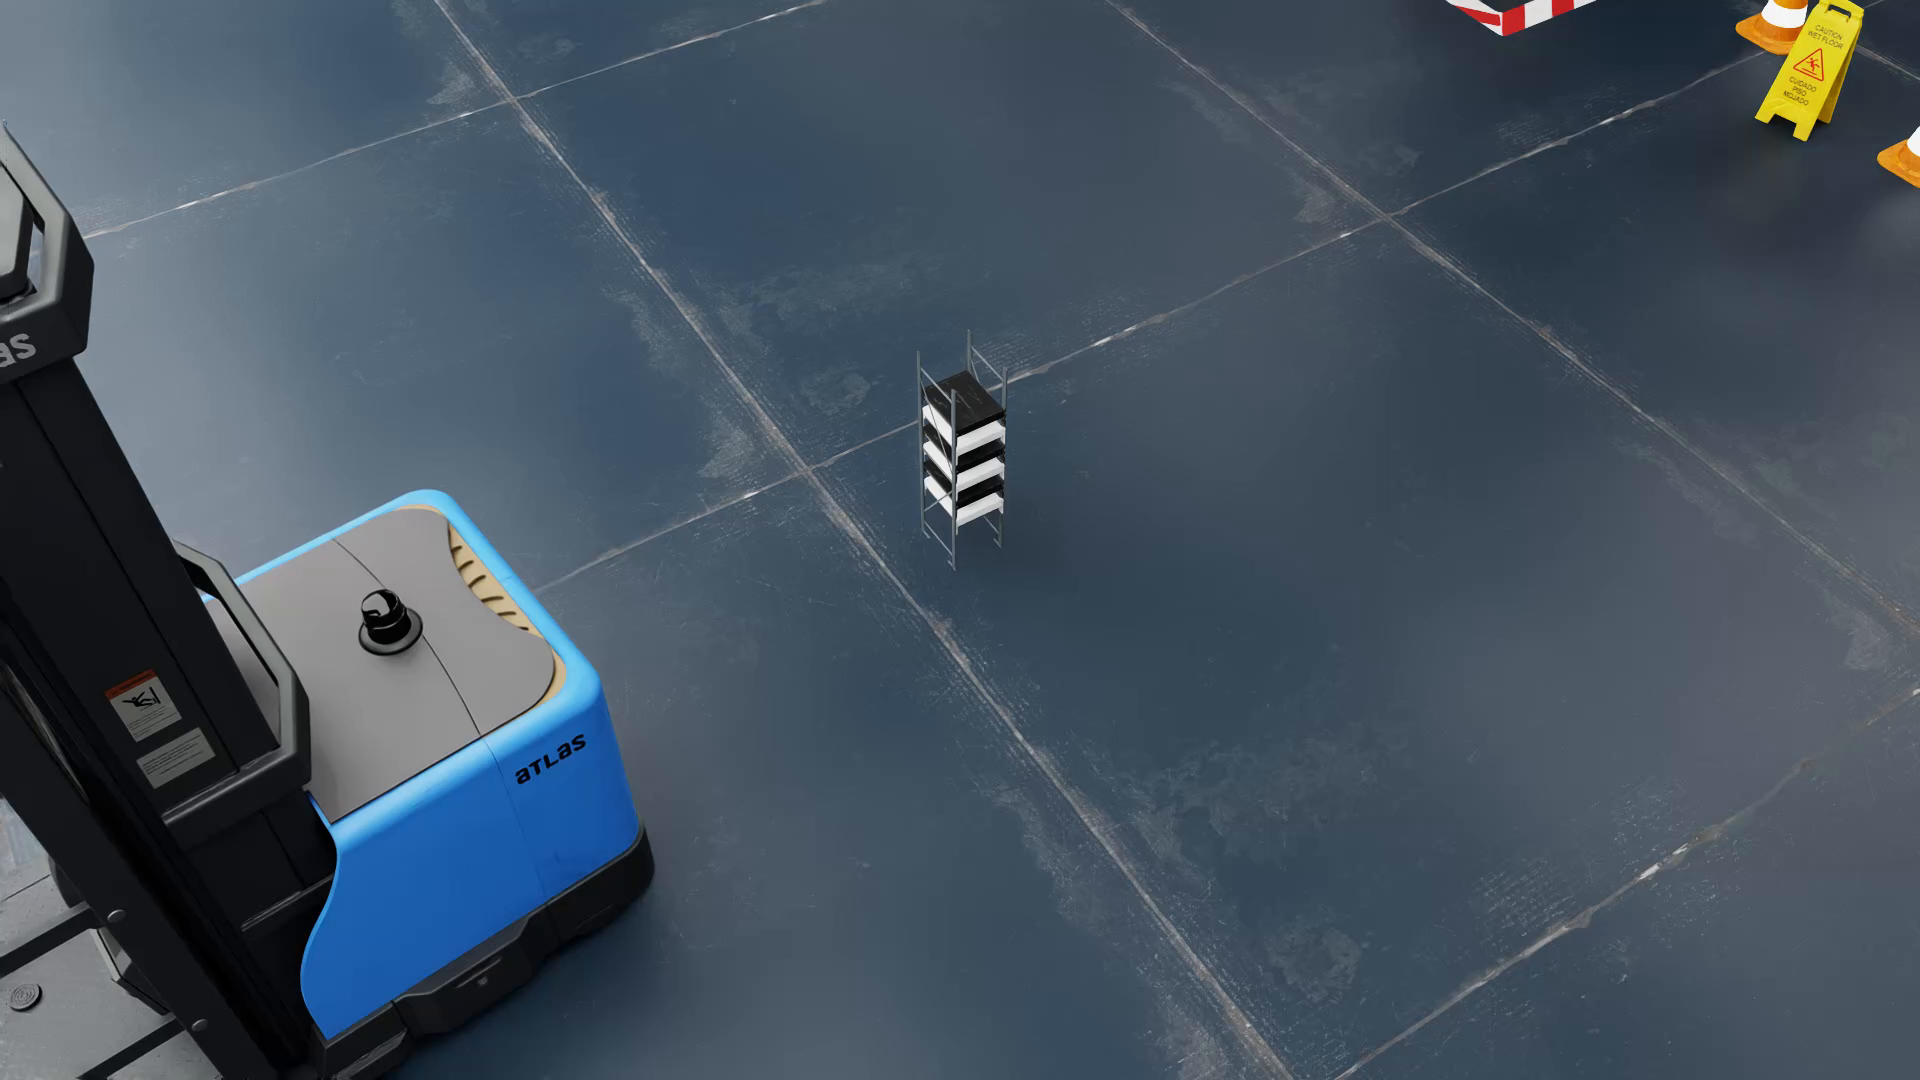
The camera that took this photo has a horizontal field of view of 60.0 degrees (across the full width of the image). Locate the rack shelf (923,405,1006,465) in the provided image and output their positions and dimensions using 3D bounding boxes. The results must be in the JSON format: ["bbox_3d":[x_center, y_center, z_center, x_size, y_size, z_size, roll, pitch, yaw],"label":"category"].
[{"bbox_3d":[0.007,-0.400,5.807,0.200,0.077,0.258,-25,53,-21],"label":"rack shelf"}]

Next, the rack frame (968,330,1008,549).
[{"bbox_3d":[0.093,-0.343,5.953,0.006,0.900,0.240,-25,53,-21],"label":"rack frame"}]

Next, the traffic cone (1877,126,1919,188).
[{"bbox_3d":[4.524,-1.914,7.644,0.334,0.463,0.336,-25,53,-21],"label":"traffic cone"}]

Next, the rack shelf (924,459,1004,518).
[{"bbox_3d":[0.007,-0.220,6.009,0.200,0.077,0.258,-25,53,-21],"label":"rack shelf"}]

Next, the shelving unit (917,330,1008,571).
[{"bbox_3d":[0.007,-0.302,5.917,0.210,0.900,0.258,-25,53,-21],"label":"shelving unit"}]

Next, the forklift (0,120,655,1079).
[{"bbox_3d":[-2.424,0.534,3.812,3.031,2.935,1.130,-31,55,-25],"label":"forklift"}]

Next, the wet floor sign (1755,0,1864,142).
[{"bbox_3d":[4.034,-2.247,7.819,0.232,0.644,0.267,-34,57,-27],"label":"wet floor sign"}]

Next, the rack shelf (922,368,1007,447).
[{"bbox_3d":[0.007,-0.460,5.740,0.200,0.077,0.258,-25,53,-21],"label":"rack shelf"}]

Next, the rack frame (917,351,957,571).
[{"bbox_3d":[-0.079,-0.262,5.881,0.006,0.900,0.240,-25,53,-21],"label":"rack frame"}]

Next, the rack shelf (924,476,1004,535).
[{"bbox_3d":[0.007,-0.161,6.076,0.200,0.077,0.258,-25,53,-21],"label":"rack shelf"}]

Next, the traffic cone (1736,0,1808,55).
[{"bbox_3d":[4.209,-2.763,8.400,0.334,0.463,0.336,-25,53,-21],"label":"traffic cone"}]

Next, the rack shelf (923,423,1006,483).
[{"bbox_3d":[0.007,-0.340,5.874,0.200,0.077,0.258,-25,53,-21],"label":"rack shelf"}]

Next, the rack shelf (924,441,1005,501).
[{"bbox_3d":[0.007,-0.280,5.942,0.200,0.077,0.258,-25,53,-21],"label":"rack shelf"}]
